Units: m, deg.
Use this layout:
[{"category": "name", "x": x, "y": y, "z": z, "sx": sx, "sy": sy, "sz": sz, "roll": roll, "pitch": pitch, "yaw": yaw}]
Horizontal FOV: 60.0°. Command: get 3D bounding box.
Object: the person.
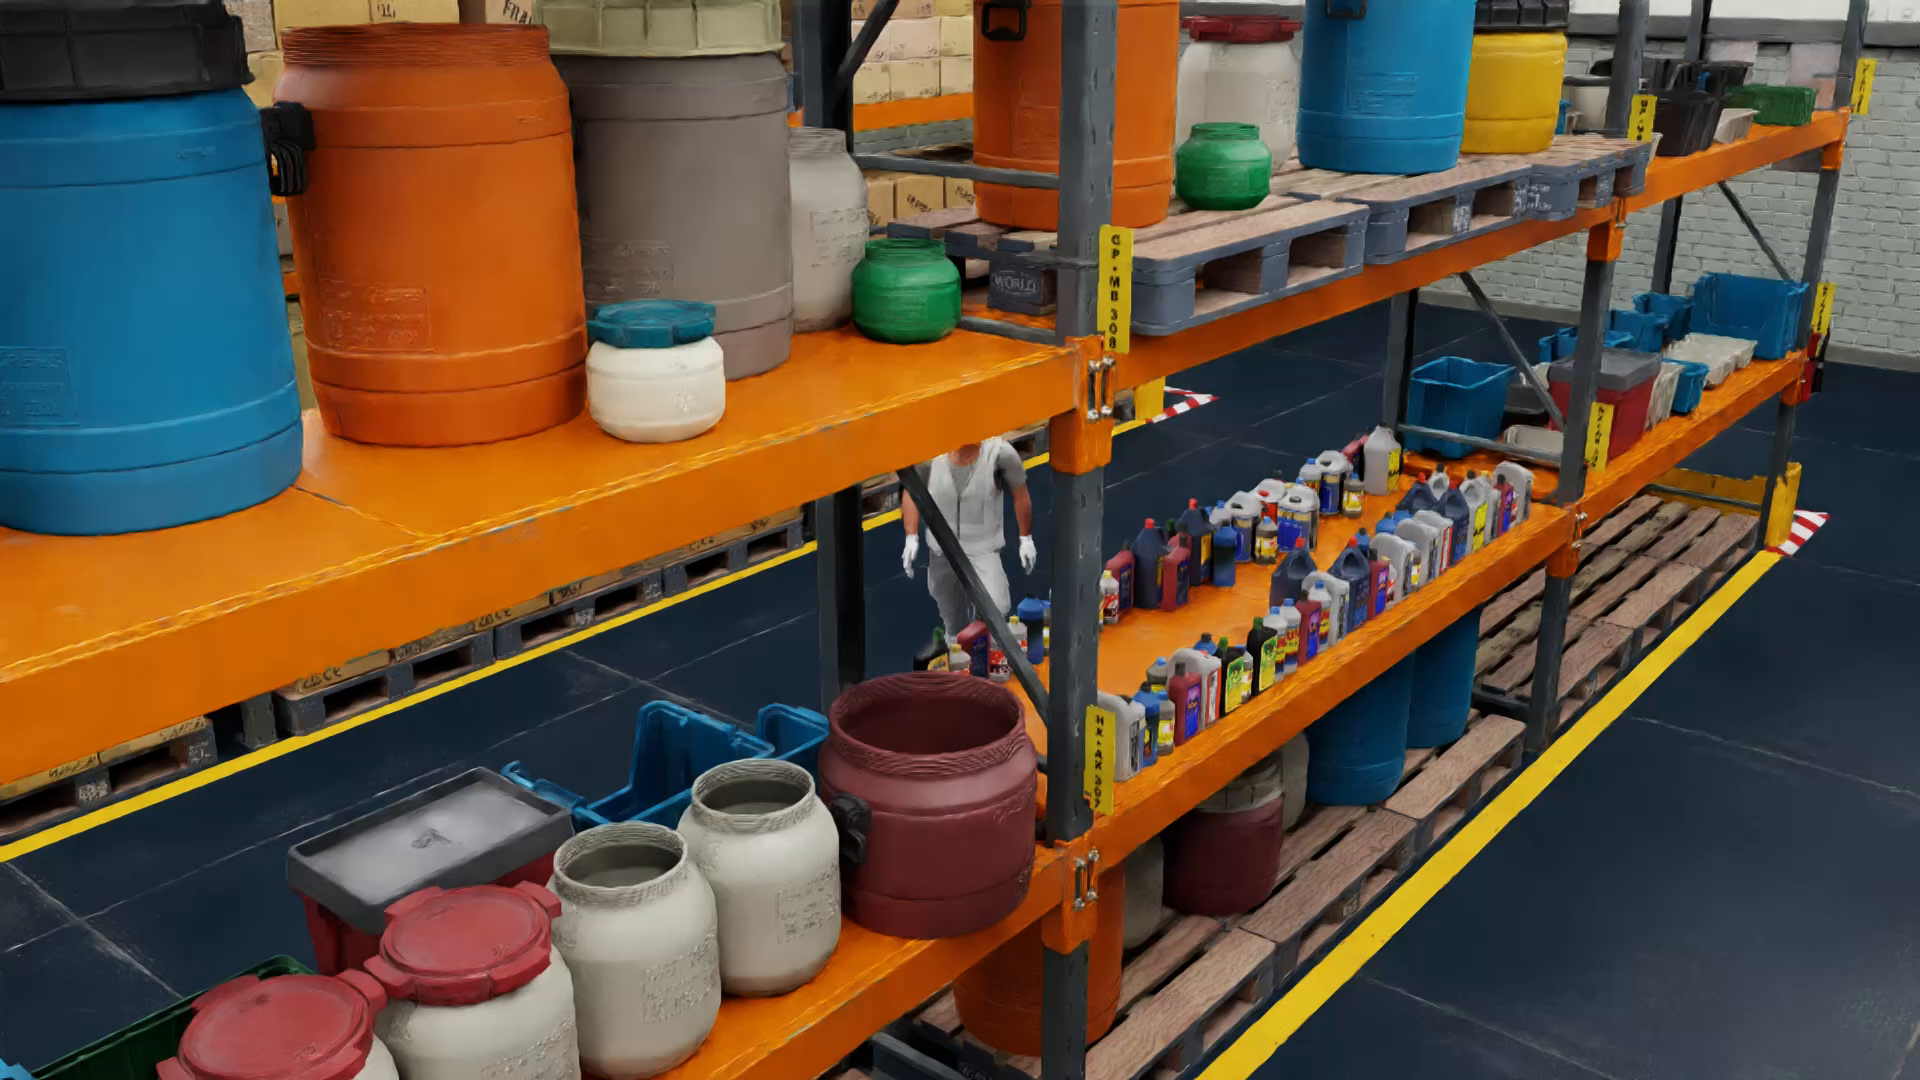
[{"category": "person", "x": 0.036, "y": 0.052, "z": 8.419, "sx": 0.660, "sy": 1.745, "sz": 0.719, "roll": 5, "pitch": 21, "yaw": 14}]
